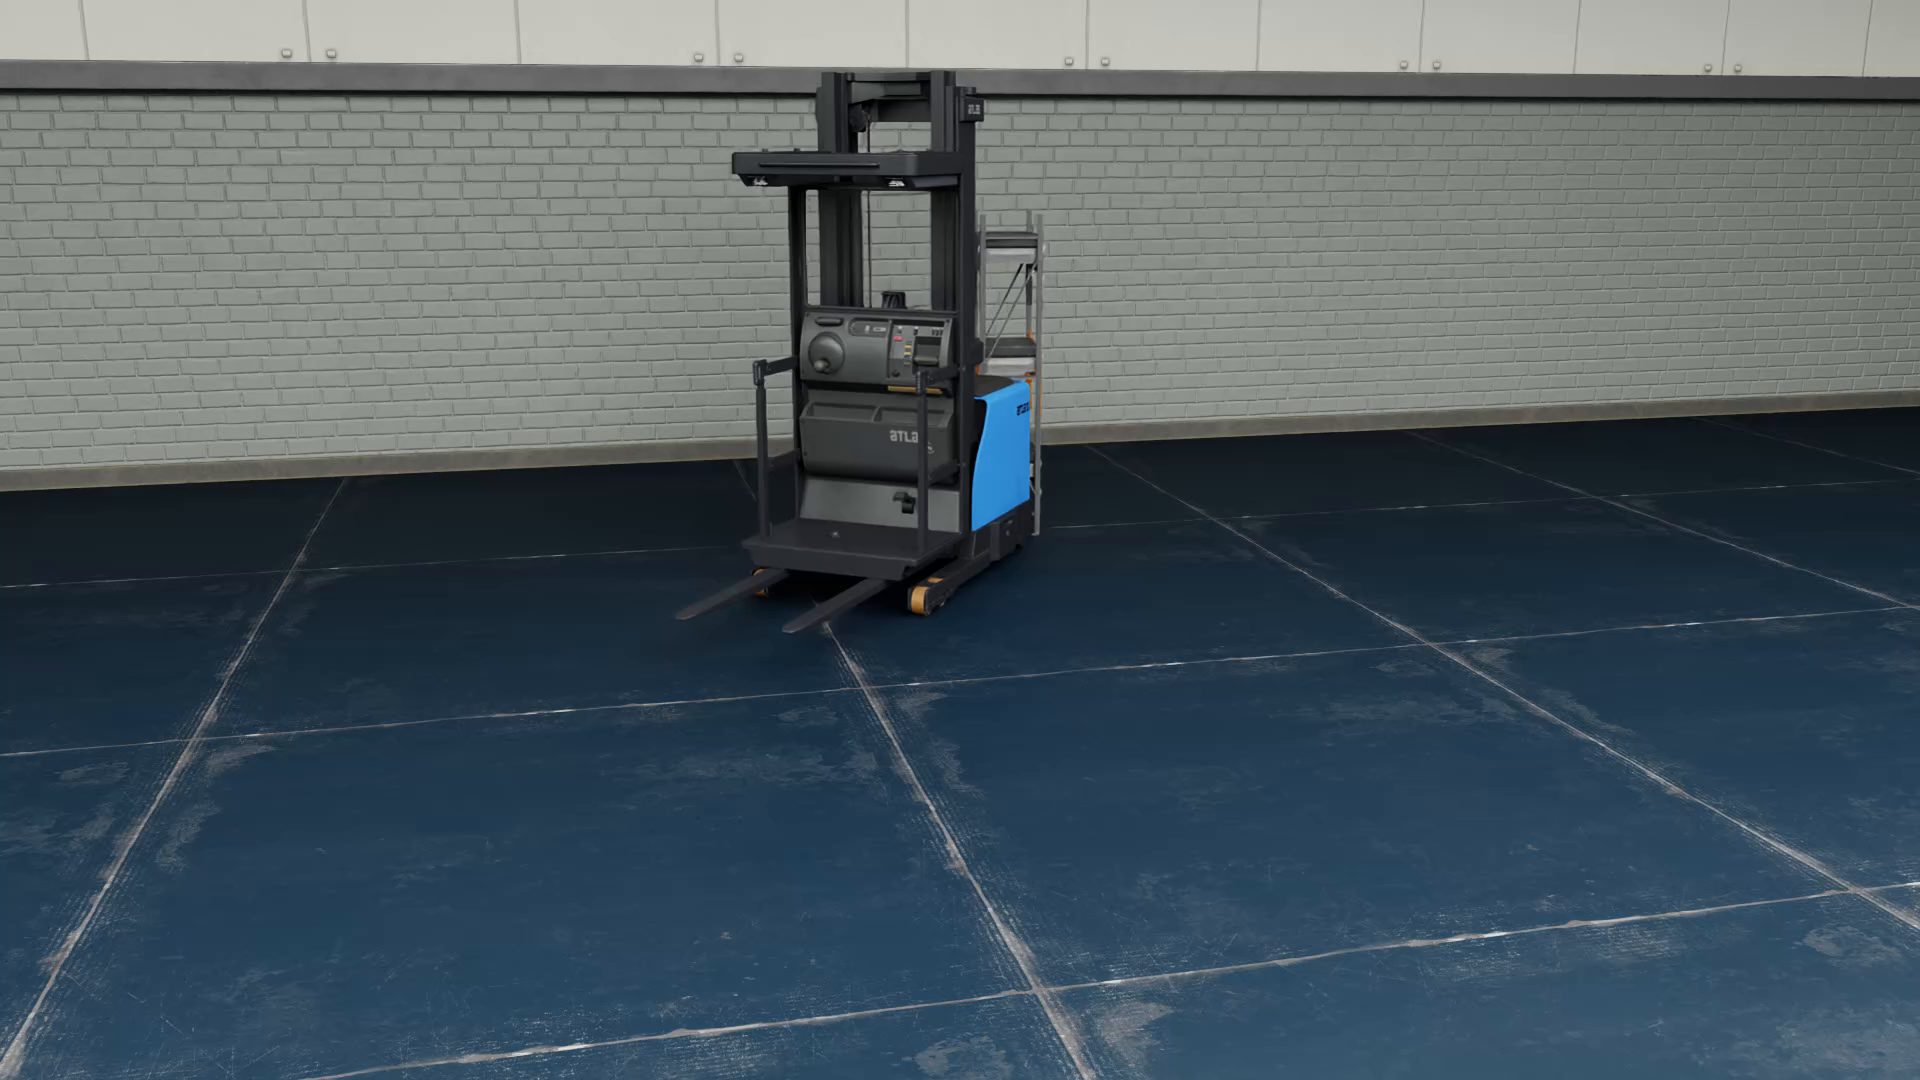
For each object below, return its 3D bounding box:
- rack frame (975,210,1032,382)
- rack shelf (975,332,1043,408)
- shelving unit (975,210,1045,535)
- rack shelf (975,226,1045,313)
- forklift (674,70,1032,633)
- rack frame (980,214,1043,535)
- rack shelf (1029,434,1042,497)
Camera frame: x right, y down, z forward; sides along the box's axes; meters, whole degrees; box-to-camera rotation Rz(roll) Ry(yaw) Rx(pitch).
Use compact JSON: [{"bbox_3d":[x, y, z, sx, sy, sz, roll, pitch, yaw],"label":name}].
[{"bbox_3d":[0.281,-1.164,11.269,0.400,2.100,0.015,-1,14,-5],"label":"rack frame"},{"bbox_3d":[0.304,-1.093,11.036,0.431,0.518,0.480,-1,14,-5],"label":"rack shelf"},{"bbox_3d":[0.304,-1.107,11.033,0.431,2.100,0.503,-1,14,-5],"label":"shelving unit"},{"bbox_3d":[0.304,-1.773,10.870,0.431,0.518,0.480,-1,14,-5],"label":"rack shelf"},{"bbox_3d":[-0.562,-1.118,9.328,1.130,2.935,3.031,6,15,21],"label":"forklift"},{"bbox_3d":[0.328,-1.049,10.797,0.400,2.100,0.015,-1,14,-5],"label":"rack frame"},{"bbox_3d":[0.304,-0.413,11.202,0.431,0.518,0.480,-1,14,-5],"label":"rack shelf"}]
